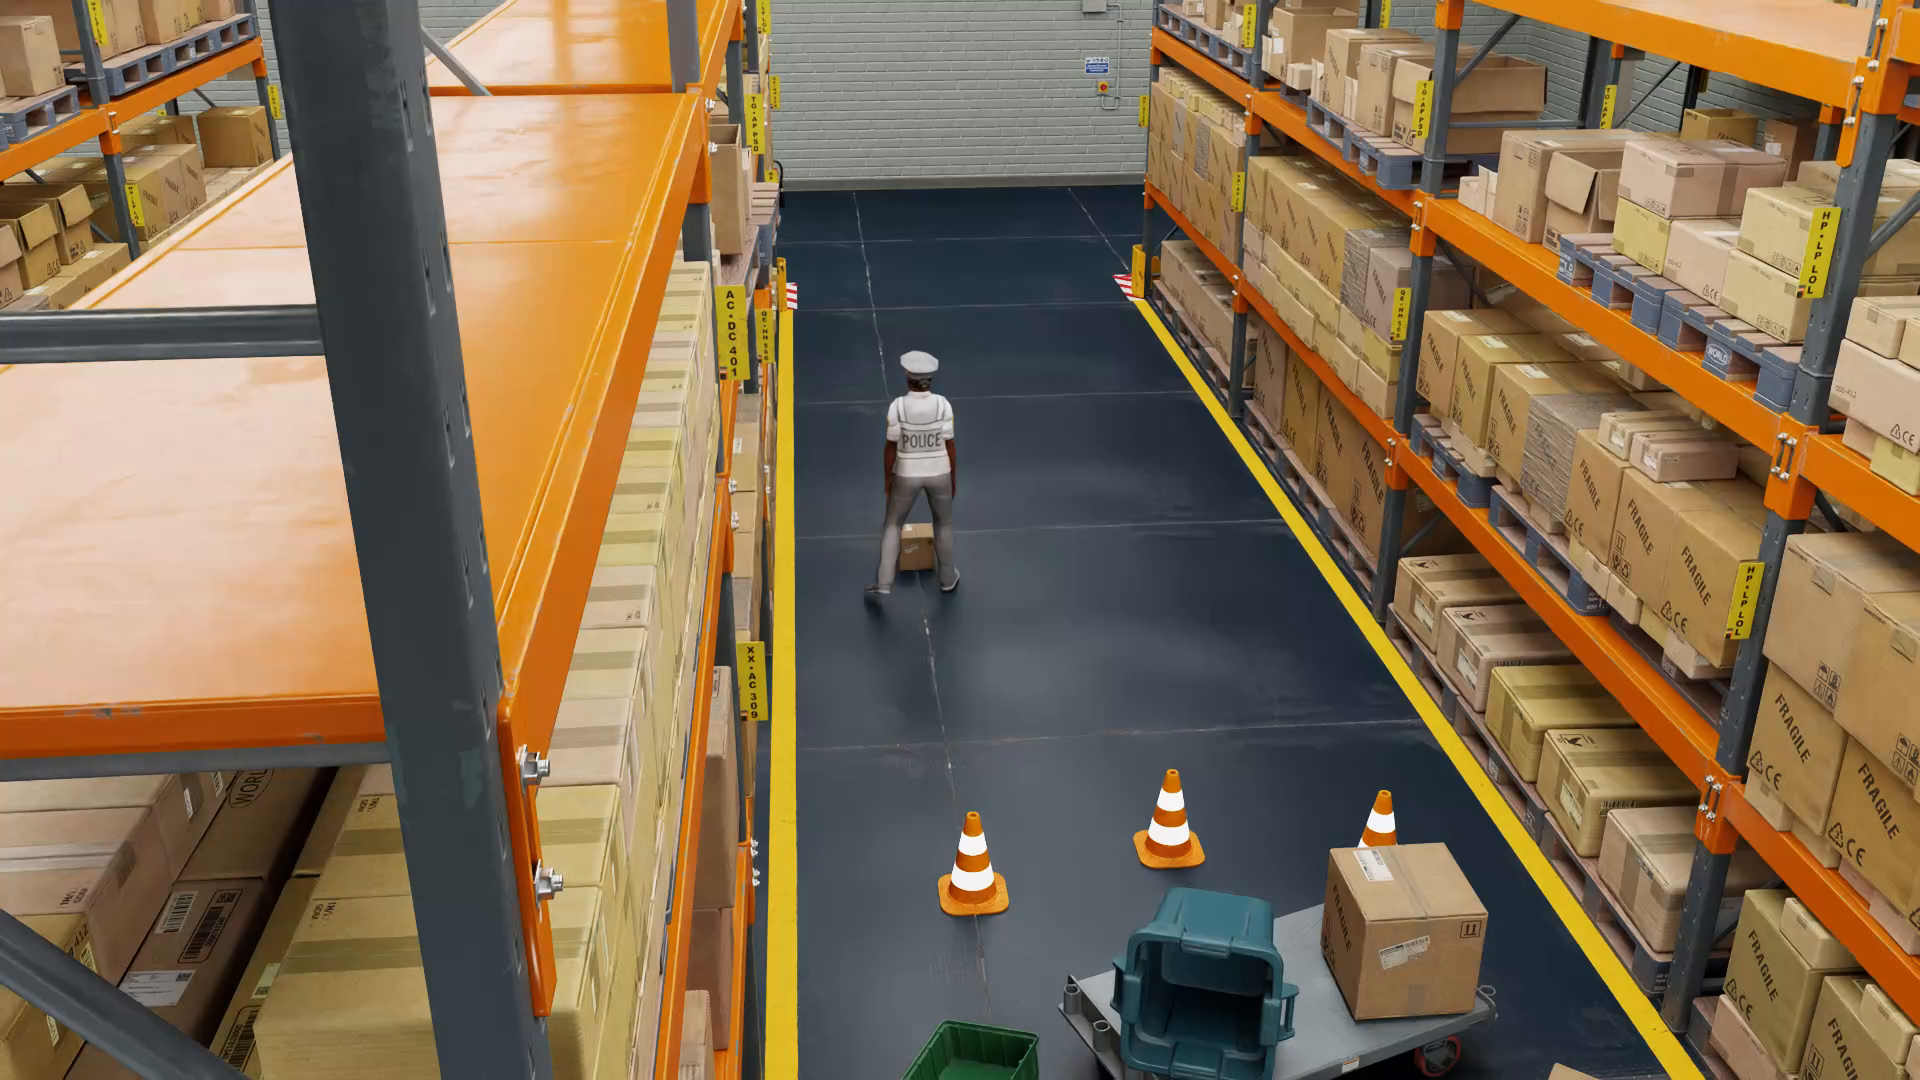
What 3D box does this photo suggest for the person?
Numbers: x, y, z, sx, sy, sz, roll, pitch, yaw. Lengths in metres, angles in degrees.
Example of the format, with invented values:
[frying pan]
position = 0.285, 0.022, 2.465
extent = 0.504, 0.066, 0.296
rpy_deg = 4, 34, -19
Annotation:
[person]
position = -0.308, -0.418, 10.993
extent = 0.647, 1.670, 0.504
rpy_deg = -2, 24, -5
